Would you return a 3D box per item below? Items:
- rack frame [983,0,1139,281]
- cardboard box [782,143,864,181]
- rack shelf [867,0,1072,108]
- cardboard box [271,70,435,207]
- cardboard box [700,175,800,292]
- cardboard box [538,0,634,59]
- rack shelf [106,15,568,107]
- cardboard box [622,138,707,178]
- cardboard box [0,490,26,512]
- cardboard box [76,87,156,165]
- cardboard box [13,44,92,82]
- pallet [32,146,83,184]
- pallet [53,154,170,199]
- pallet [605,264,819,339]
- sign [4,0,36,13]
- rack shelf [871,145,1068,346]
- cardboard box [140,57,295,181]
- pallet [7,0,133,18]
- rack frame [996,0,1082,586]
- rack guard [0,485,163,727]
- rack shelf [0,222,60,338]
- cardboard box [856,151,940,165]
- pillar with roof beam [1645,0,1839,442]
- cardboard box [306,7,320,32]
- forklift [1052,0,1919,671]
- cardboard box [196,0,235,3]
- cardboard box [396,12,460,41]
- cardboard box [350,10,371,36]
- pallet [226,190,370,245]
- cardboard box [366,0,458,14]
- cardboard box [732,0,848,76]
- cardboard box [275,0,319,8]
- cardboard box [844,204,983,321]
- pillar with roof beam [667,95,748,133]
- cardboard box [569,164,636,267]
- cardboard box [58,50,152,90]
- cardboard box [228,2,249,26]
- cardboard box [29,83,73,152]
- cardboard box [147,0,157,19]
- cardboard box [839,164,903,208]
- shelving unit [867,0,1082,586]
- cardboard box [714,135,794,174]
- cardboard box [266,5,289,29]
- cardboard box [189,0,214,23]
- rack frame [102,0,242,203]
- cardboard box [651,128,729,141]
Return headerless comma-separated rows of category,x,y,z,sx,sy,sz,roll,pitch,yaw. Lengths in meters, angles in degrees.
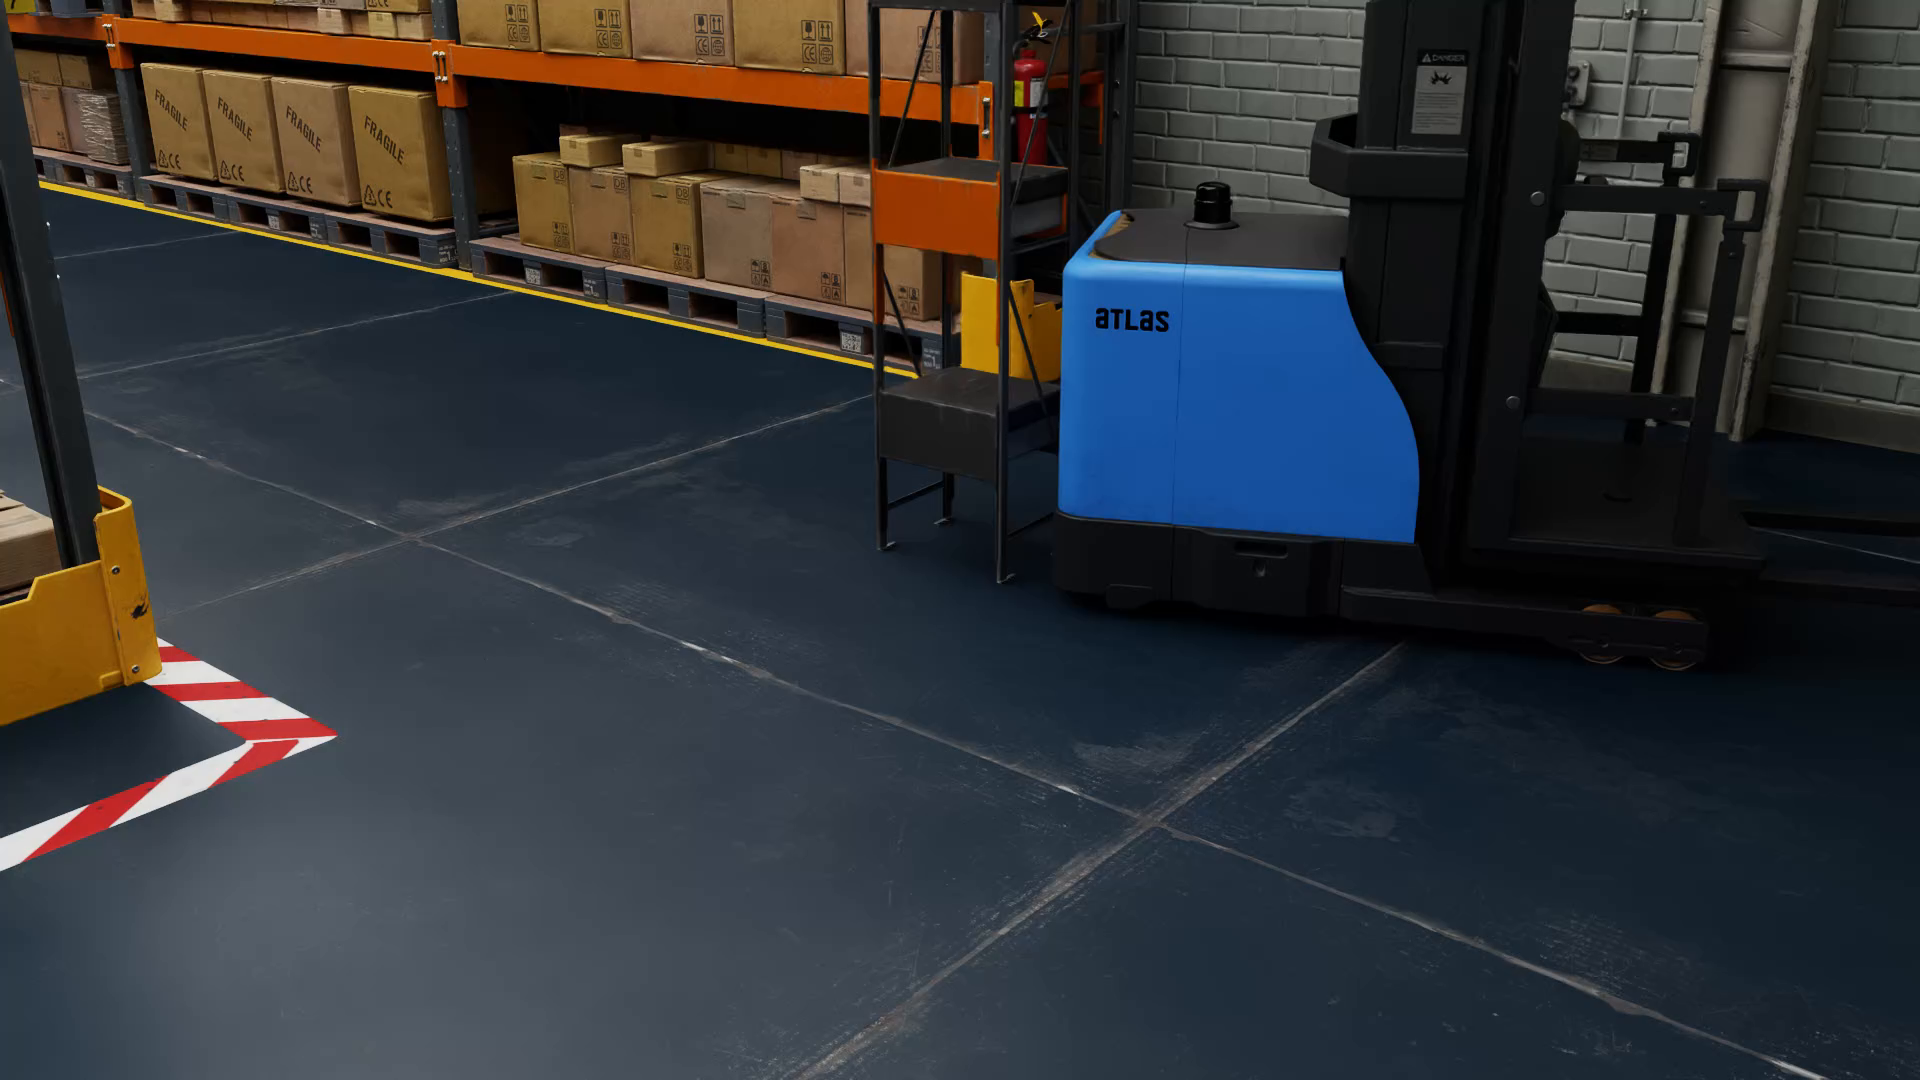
rack frame,0.463,-2.249,7.382,0.127,3.000,1.000,16,26,36
cardboard box,-0.703,-1.961,8.645,0.250,0.149,0.380,17,26,37
rack shelf,0.044,-1.589,4.961,0.480,0.518,0.431,15,25,34
cardboard box,-3.912,-2.639,10.868,0.750,0.750,0.750,17,27,38
cardboard box,-0.920,-1.629,8.684,0.500,0.500,0.700,15,25,35
cardboard box,-1.664,-2.992,8.927,0.700,0.700,0.980,15,25,35
rack shelf,-4.185,-3.251,11.059,4.000,0.370,1.077,16,26,36
cardboard box,-1.567,-2.035,8.841,0.250,0.149,0.380,15,25,35
cardboard box,-2.967,-0.018,4.856,0.250,0.166,0.380,16,26,36
cardboard box,-6.326,-3.217,12.867,0.500,0.500,0.700,17,26,37
cardboard box,-7.504,-3.942,13.726,0.500,0.250,0.500,15,25,35
pallet,-7.280,-3.177,13.793,1.213,0.211,1.003,16,26,36
pallet,-6.339,-2.904,13.071,1.213,0.211,1.003,16,26,36
pallet,-1.147,-1.374,9.013,1.213,0.211,1.003,16,26,36
sign,-2.323,-1.448,4.030,0.005,0.325,0.100,16,26,36
rack shelf,0.044,-0.934,5.208,0.480,0.518,0.431,15,25,34
cardboard box,-5.248,-3.025,11.890,0.750,0.750,0.750,16,26,36
pallet,-6.354,-4.074,12.493,1.003,0.211,1.213,16,26,36
rack frame,0.240,-0.896,5.069,0.015,2.100,0.400,15,25,34
rack guard,-2.725,0.258,4.275,0.348,0.500,1.175,16,26,36
rack shelf,-4.216,-1.004,5.099,4.000,0.370,1.077,16,26,36
cardboard box,-0.312,-1.848,8.346,0.250,0.149,0.380,16,26,36
pillar with roof beam,0.380,-3.514,2.233,0.400,9.000,9.100,16,26,36
cardboard box,-3.849,-3.267,10.409,0.250,0.149,0.380,16,26,36
forklift,1.856,-1.209,4.721,3.031,2.935,1.130,5,21,12
cardboard box,-4.737,-3.821,10.958,0.500,0.500,0.500,16,26,36
cardboard box,-3.077,-3.032,9.784,0.250,0.149,0.380,16,26,37
cardboard box,-3.459,-3.152,10.102,0.250,0.149,0.380,17,27,38
pallet,-4.231,-2.261,11.364,1.213,0.211,1.003,16,26,36
cardboard box,-3.153,-3.371,9.765,0.500,0.500,0.500,16,26,35
cardboard box,-0.509,-2.660,8.046,0.700,0.700,0.980,16,26,36
cardboard box,-3.938,-3.597,10.363,0.500,0.500,0.500,16,26,36
cardboard box,-0.142,-1.405,8.091,0.500,0.500,0.700,16,26,36
pillar with roof beam,-4.269,-4.852,5.782,0.400,9.000,9.100,16,26,36
cardboard box,-1.734,-1.861,9.299,0.500,0.500,0.700,16,26,36
cardboard box,-6.727,-3.712,13.117,0.500,0.250,0.500,17,26,37
cardboard box,-4.612,-3.510,11.052,0.250,0.149,0.380,17,26,37
cardboard box,-7.054,-3.467,13.529,0.500,0.500,0.700,16,26,36
cardboard box,-5.436,-3.731,11.638,0.250,0.149,0.380,17,26,37
cardboard box,-0.357,-1.688,7.920,0.250,0.149,0.380,16,26,36
shelving unit,0.044,-0.947,5.204,0.503,2.100,0.431,15,25,34
cardboard box,-1.098,-2.074,8.946,0.250,0.149,0.380,16,26,35
cardboard box,-4.232,-3.390,10.733,0.250,0.149,0.380,17,27,38
cardboard box,-5.011,-3.626,11.360,0.250,0.149,0.380,16,26,36
rack frame,-5.735,-4.034,12.115,0.127,3.000,1.000,16,26,36
cardboard box,-1.494,-2.188,9.248,0.250,0.149,0.380,15,25,35
